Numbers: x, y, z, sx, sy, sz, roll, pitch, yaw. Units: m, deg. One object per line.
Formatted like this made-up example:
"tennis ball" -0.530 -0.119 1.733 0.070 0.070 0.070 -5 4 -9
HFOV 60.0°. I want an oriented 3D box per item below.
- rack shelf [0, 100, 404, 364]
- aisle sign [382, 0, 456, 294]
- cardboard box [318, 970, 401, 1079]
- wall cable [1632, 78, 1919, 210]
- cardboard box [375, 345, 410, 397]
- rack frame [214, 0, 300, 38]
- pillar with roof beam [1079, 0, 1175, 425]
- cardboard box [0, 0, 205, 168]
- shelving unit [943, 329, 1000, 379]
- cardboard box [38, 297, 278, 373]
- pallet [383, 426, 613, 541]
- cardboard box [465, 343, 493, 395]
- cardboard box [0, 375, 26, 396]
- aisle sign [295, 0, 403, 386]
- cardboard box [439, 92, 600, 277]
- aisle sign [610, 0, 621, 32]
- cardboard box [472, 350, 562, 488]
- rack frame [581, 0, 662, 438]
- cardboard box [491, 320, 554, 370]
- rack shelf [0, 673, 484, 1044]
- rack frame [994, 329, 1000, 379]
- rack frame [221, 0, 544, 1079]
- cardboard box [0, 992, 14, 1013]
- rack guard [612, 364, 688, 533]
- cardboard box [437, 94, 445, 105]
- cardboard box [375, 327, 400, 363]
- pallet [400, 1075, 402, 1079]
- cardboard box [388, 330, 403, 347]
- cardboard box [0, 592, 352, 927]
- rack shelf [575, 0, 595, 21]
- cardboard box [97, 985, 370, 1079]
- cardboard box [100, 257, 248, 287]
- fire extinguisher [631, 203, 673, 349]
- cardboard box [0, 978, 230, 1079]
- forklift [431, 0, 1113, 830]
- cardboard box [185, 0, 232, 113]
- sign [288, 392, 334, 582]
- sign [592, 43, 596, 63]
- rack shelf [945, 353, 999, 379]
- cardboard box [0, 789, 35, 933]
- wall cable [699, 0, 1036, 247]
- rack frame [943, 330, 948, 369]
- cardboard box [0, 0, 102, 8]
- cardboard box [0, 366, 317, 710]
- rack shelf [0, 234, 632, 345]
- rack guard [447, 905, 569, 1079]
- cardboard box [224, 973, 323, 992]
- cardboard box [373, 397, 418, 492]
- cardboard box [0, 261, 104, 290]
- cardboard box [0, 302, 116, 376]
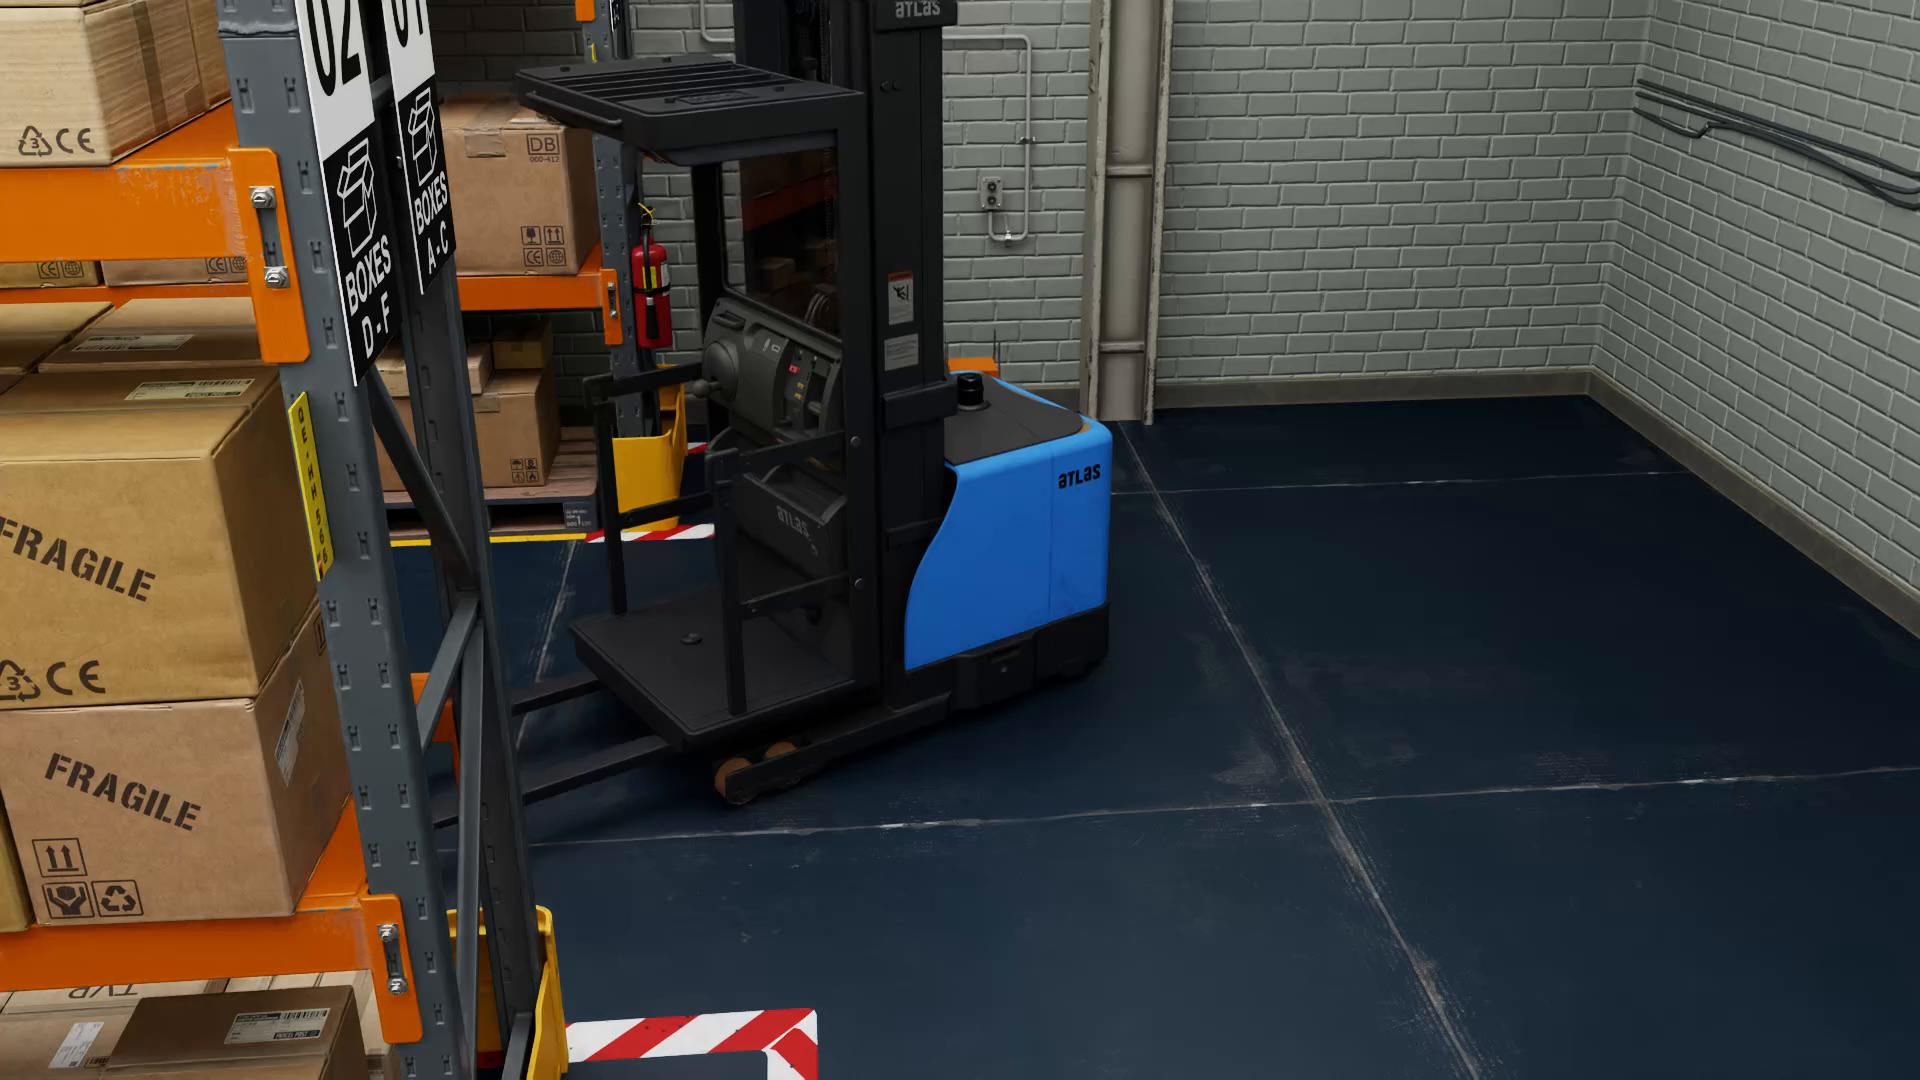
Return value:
"rack shelf" -3.175 -0.607 3.115 4.000 0.370 1.077 -2 24 -5
"aisle sign" -1.146 -0.954 3.503 0.004 0.787 0.394 -2 24 -5
"cardboard box" -1.635 1.335 4.522 0.250 0.149 0.380 -2 24 -5
"wall cable" 3.988 -3.051 7.857 0.112 2.526 3.097 -2 24 -5
"cardboard box" -2.726 -0.835 8.198 0.250 0.149 0.380 -2 24 -4
"rack frame" -1.185 -2.386 2.539 0.127 3.000 1.000 -2 24 -5
"pillar with roof beam" 1.350 -3.105 4.158 0.400 9.000 9.100 -2 24 -5
"cardboard box" -1.670 -0.820 2.893 0.500 0.250 0.500 -2 24 -5
"shelving unit" 0.053 -0.482 8.042 0.252 1.050 0.215 -2 24 -5
"cardboard box" -1.652 -0.236 3.734 0.500 0.500 0.500 -2 24 -4
"pallet" -2.463 -0.309 8.685 1.213 0.211 1.003 -2 24 -5
"cardboard box" -2.472 -0.846 8.221 0.250 0.149 0.380 -3 24 -6
"cardboard box" -2.103 0.002 3.198 0.500 0.500 0.500 -2 24 -4
"aisle sign" -1.087 -0.711 2.957 0.004 0.787 0.394 -2 24 -5
"cardboard box" -2.182 -1.759 8.146 0.700 0.700 0.980 -1 24 -3
"aisle sign" -1.574 -2.716 7.467 0.004 0.787 0.394 -2 24 -5
"cardboard box" -2.362 -0.628 8.530 0.500 0.500 0.700 -2 24 -5
"rack frame" -1.675 -1.647 8.262 0.127 3.000 1.000 -2 24 -5
"cardboard box" -2.257 -1.010 8.592 0.250 0.149 0.380 -2 24 -5
"rack shelf" -3.175 0.764 3.724 4.000 0.370 1.077 -2 24 -5
"rack frame" 0.175 -0.487 8.053 0.008 1.050 0.200 -2 24 -5
"rack frame" -1.185 0.355 3.757 0.127 3.000 1.000 -2 24 -5
"cardboard box" -2.749 1.358 4.346 0.500 0.250 0.500 -2 24 -5
"rack guard" -1.652 -0.505 8.772 0.348 0.500 1.175 -2 24 -5
"cardboard box" -2.905 -1.726 8.070 0.700 0.700 0.980 -2 24 -6
"cardboard box" -3.011 -0.980 8.523 0.250 0.149 0.380 -2 24 -5
"pallet" -2.054 1.665 4.245 1.213 0.211 1.003 -2 24 -5
"cardboard box" -2.762 -0.990 8.545 0.250 0.149 0.380 -2 24 -5
"cardboard box" -1.604 0.438 3.449 0.500 0.500 0.500 -2 24 -4
"rack shelf" -3.666 -2.609 7.619 4.000 0.370 1.077 -2 24 -5
"cardboard box" -1.702 1.418 3.903 0.500 0.500 0.500 -2 24 -5
"cardboard box" -3.665 -1.699 8.010 0.700 0.700 0.980 -3 24 -8
"fire extinguisher" -1.480 -1.260 7.947 0.183 0.674 0.296 -2 24 -5
"cardboard box" -2.251 1.338 4.391 0.500 0.250 0.500 -2 24 -5
"forklift" -0.870 -0.617 6.029 3.031 2.935 1.130 -16 29 -32
"cardboard box" -1.721 -1.029 3.364 0.500 0.250 0.500 -2 24 -5
"sign" -1.150 -0.093 2.952 0.005 0.325 0.100 -2 24 -5
"sign" -1.636 -2.064 7.484 0.005 0.325 0.100 -2 24 -5
"rack shelf" 0.053 -0.732 7.931 0.240 0.259 0.215 -2 24 -5
"cardboard box" -2.120 0.460 3.400 0.500 0.500 0.500 -2 24 -5
"wall cable" -0.494 -2.544 9.031 1.851 1.984 0.084 -2 24 -5
"rack frame" -0.068 -0.477 8.031 0.008 1.050 0.200 -2 24 -5
"cardboard box" -1.671 -1.052 2.799 0.500 0.250 0.500 -2 24 -5
"cardboard box" -1.601 -0.018 3.244 0.500 0.500 0.500 -3 24 -6
"rack shelf" -3.666 -1.238 8.228 4.000 0.370 1.077 -2 24 -5
"rack guard" -1.260 1.501 4.258 0.348 0.500 1.175 -2 24 -5
"cardboard box" -1.884 1.337 4.496 0.250 0.166 0.380 -2 24 -5
"cardboard box" -2.860 -0.608 8.485 0.500 0.500 0.700 -2 24 -5
"cardboard box" -4.388 -1.666 7.936 0.700 0.700 0.980 -3 24 -6
"cardboard box" -2.172 -0.212 3.680 0.500 0.500 0.500 -2 24 -5
